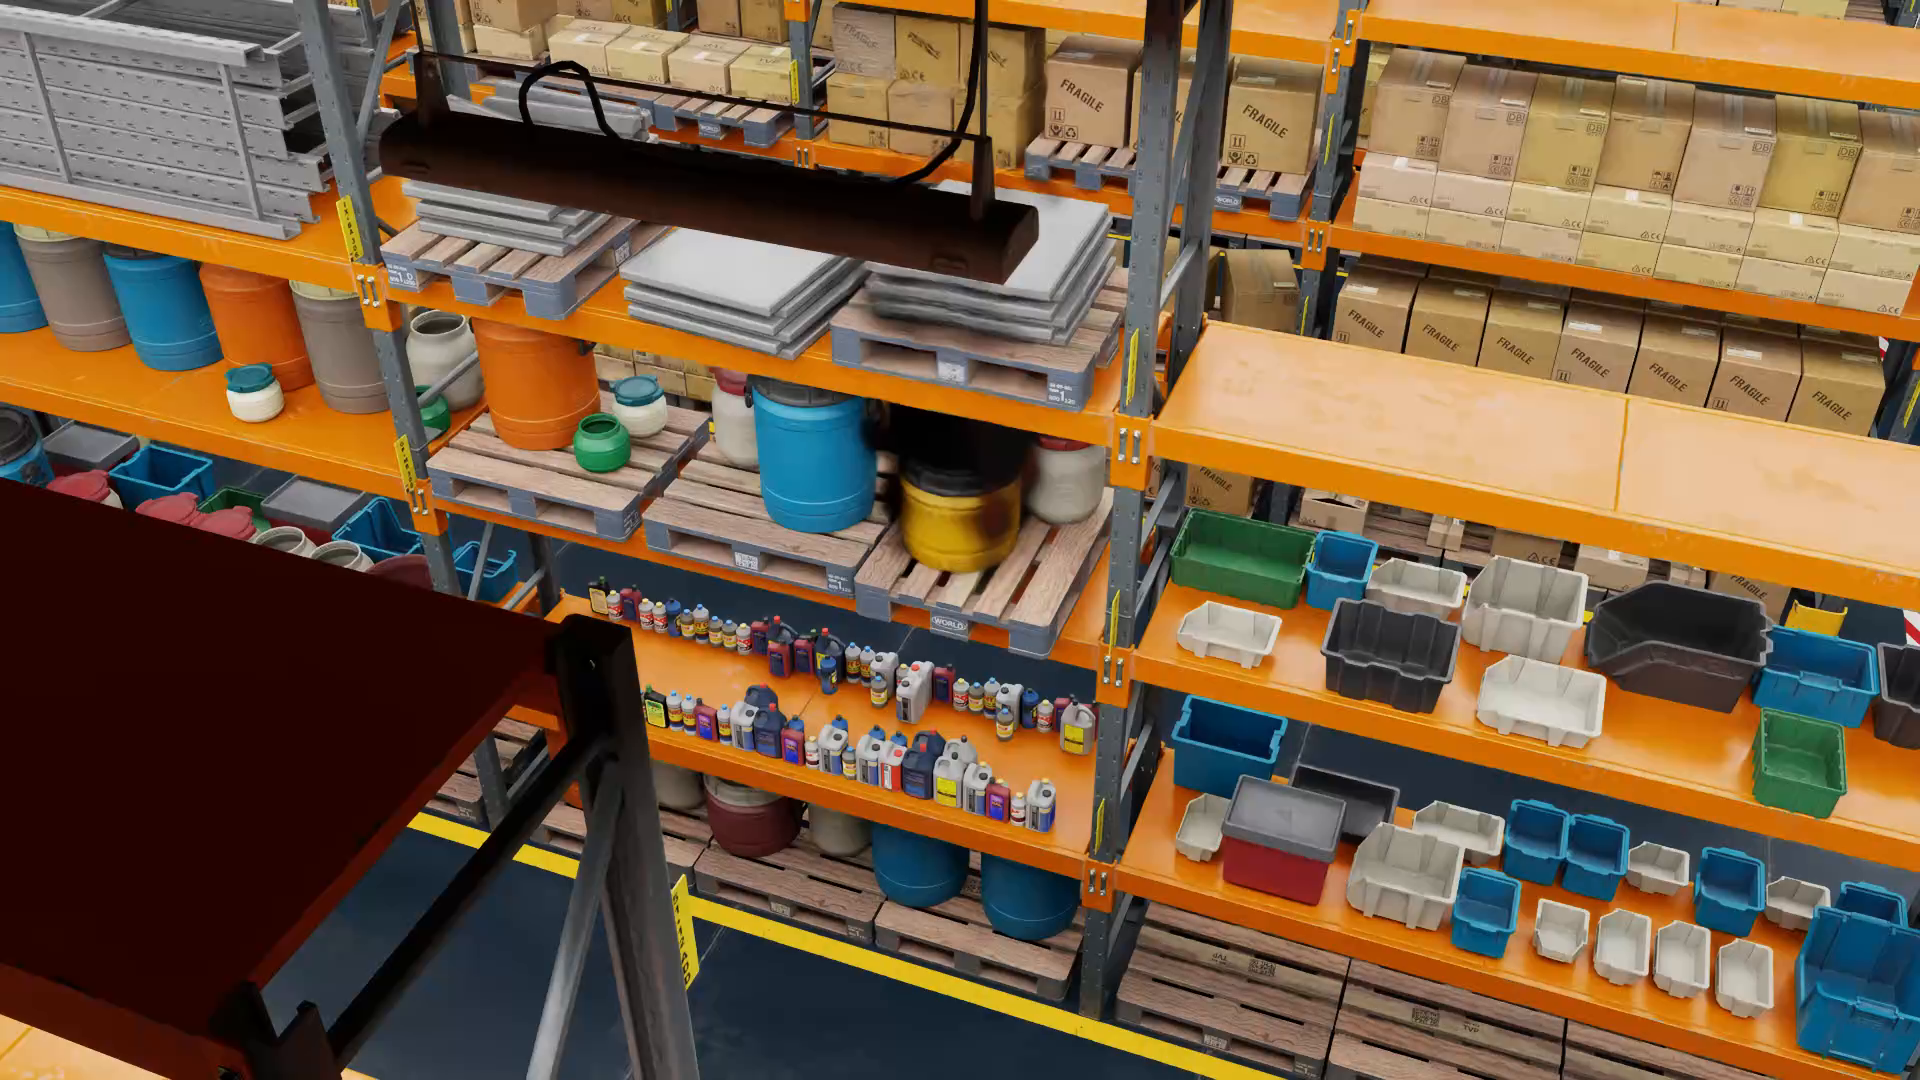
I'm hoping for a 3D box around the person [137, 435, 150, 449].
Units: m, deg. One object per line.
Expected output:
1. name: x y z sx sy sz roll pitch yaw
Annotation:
1. person: -6.443 -0.691 12.942 0.859 1.640 0.590 11 38 15
